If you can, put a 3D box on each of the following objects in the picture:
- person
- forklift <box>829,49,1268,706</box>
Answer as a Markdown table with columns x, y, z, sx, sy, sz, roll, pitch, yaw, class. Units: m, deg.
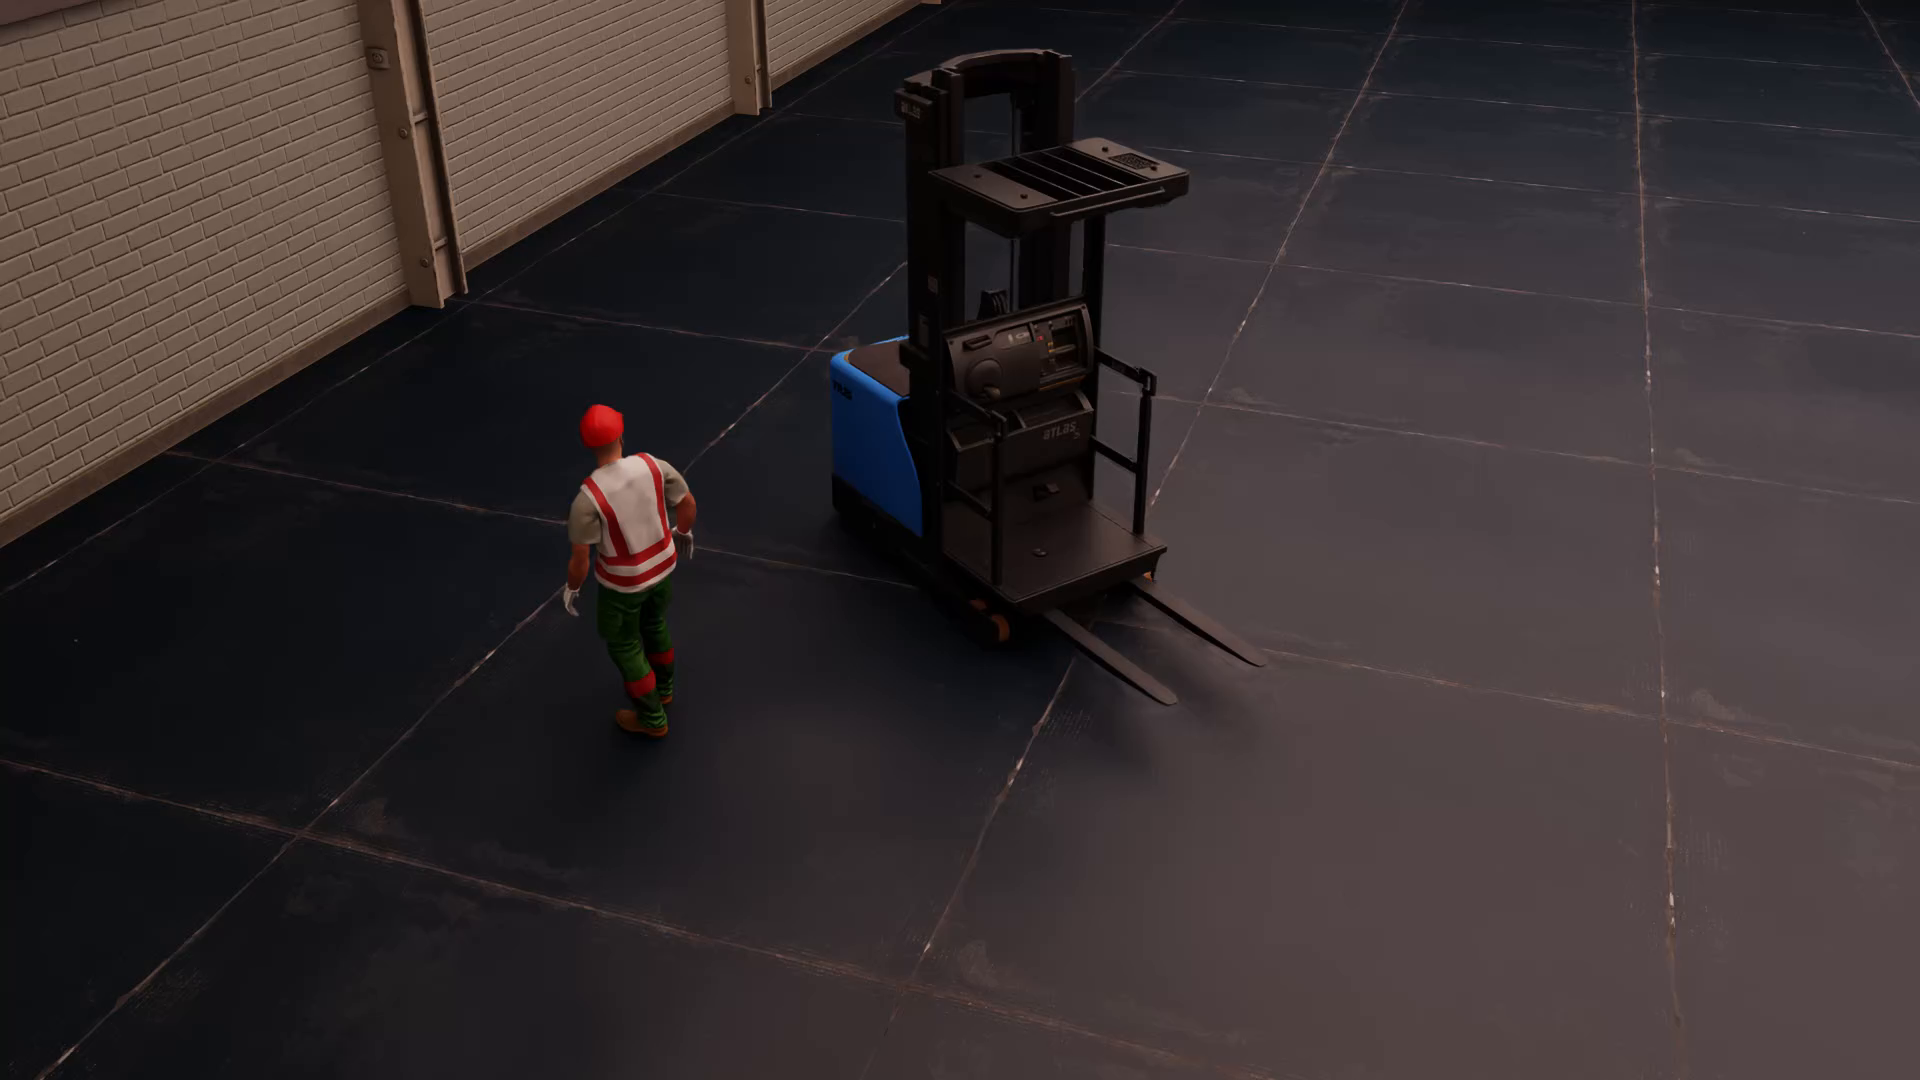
| x | y | z | sx | sy | sz | roll | pitch | yaw | class |
| --- | --- | --- | --- | --- | --- | --- | --- | --- | --- |
| -1.636 | 0.128 | 8.080 | 0.513 | 1.777 | 0.751 | 23 | 37 | 34 | person |
| 0.454 | -0.973 | 8.844 | 1.130 | 2.935 | 3.031 | -19 | 35 | -29 | forklift |
